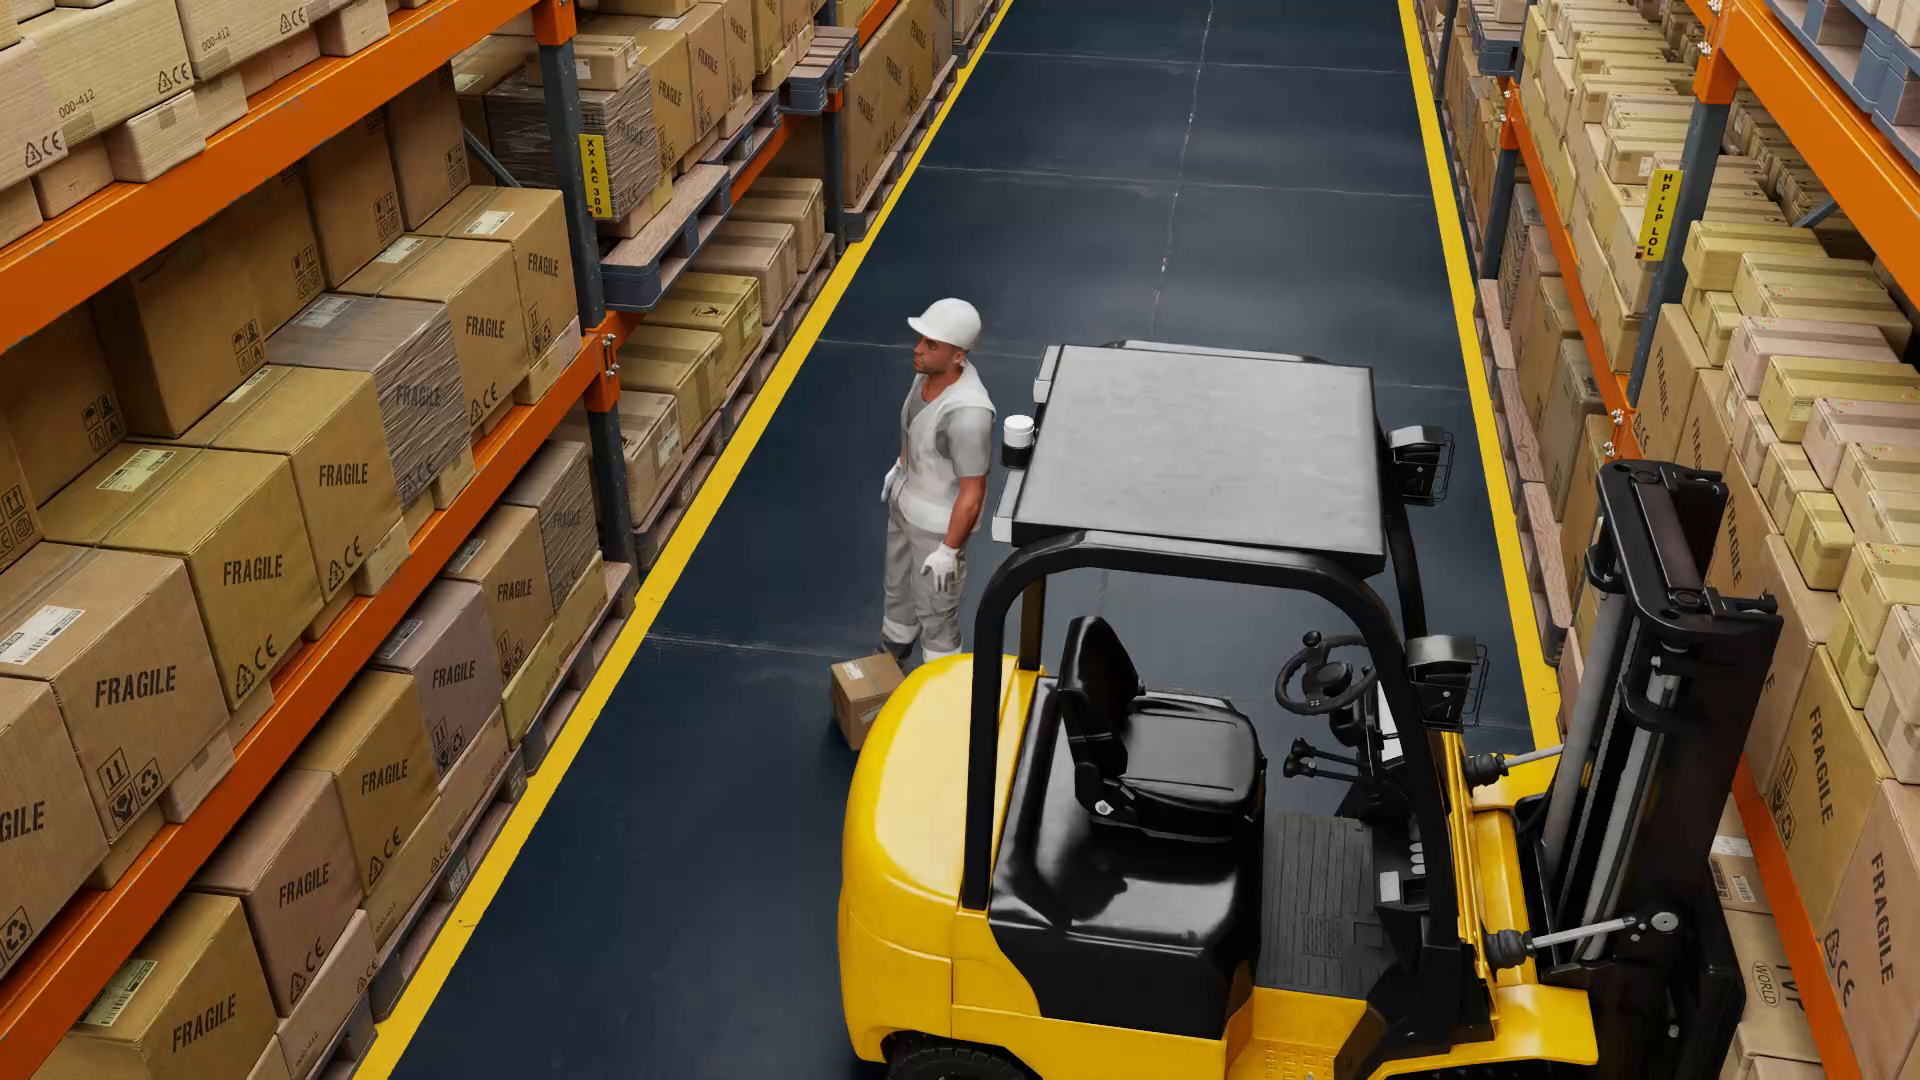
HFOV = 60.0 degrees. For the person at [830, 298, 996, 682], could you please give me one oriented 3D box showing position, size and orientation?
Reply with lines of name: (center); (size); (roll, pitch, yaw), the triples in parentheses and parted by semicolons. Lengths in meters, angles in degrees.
person: (-0.179, -0.074, 6.214); (0.564, 1.787, 0.635); (-11, 34, -16)
